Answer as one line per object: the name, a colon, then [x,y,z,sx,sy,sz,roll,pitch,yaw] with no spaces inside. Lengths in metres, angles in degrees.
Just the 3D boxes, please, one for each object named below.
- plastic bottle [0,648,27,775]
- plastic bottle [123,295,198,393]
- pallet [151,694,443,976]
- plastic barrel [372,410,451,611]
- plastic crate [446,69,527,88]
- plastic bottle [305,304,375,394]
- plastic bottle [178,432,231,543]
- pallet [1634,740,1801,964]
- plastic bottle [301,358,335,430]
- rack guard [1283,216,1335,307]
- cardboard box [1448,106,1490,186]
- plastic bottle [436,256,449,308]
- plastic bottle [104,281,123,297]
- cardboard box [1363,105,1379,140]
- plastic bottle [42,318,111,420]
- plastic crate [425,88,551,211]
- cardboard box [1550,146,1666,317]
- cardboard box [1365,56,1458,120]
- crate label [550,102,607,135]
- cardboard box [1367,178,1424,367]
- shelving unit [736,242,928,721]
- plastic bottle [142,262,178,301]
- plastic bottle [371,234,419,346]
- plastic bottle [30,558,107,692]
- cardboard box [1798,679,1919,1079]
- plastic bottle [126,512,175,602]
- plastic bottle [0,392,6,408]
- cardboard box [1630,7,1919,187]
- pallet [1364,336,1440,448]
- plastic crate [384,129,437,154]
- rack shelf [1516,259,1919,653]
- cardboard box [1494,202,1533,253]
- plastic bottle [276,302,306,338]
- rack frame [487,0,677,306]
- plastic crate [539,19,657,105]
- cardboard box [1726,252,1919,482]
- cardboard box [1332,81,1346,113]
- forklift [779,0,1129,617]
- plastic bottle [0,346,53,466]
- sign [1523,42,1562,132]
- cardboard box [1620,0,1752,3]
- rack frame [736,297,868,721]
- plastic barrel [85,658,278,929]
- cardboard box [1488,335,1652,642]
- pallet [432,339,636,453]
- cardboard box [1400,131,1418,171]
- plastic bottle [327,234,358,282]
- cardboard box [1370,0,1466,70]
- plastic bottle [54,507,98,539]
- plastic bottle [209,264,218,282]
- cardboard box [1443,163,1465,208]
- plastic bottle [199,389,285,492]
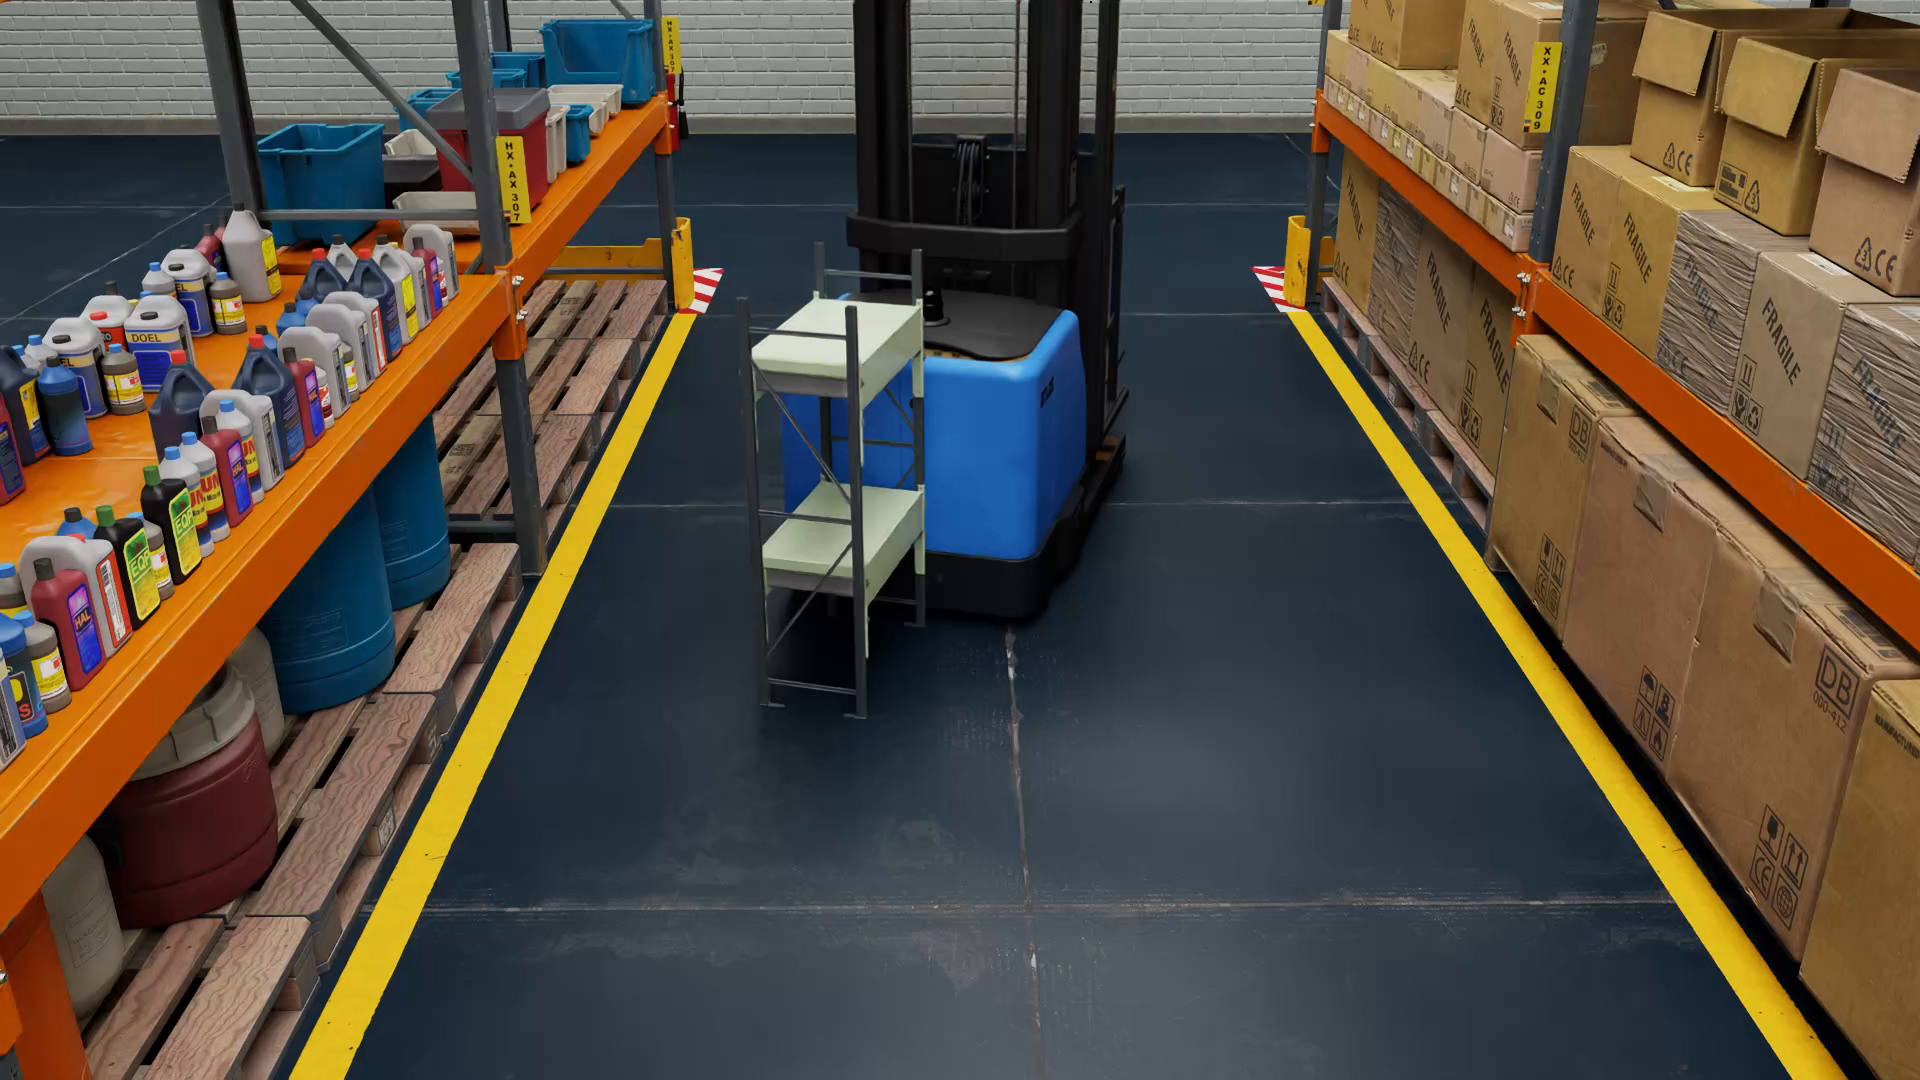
plastic bottle: [-1.873,0.295,3.108,0.152,0.276,0.135,0,24,-1]
plastic bottle: [-2.449,-0.600,5.088,0.152,0.276,0.135,0,24,-1]
pallet: [-2.252,0.863,5.087,1.003,0.211,1.213,0,24,-1]
plastic barrel: [-2.246,-0.241,6.180,0.600,0.901,0.708,0,24,-1]
plastic crate: [-2.598,-2.455,9.168,0.416,0.233,0.300,0,24,-1]
plastic bottle: [-1.897,-0.599,5.084,0.152,0.276,0.135,0,24,-1]
plastic bottle: [-1.857,-0.132,4.057,0.097,0.271,0.097,0,24,0]
pallet: [2.818,0.840,5.137,1.003,0.211,1.213,0,24,-1]
plastic bottle: [-1.865,-0.422,4.783,0.097,0.201,0.097,0,24,0]
rack guard: [2.674,-1.772,10.560,1.175,0.500,0.348,0,24,-1]
cardboard box: [2.442,-1.713,7.220,0.500,0.250,0.500,0,24,1]
plastic bottle: [-1.879,-0.931,5.909,0.097,0.201,0.097,0,24,0]
plastic bottle: [-2.648,-0.658,5.206,0.061,0.283,0.133,0,24,-1]
cardboard box: [2.361,-2.215,8.812,0.380,0.149,0.250,-1,24,-2]
plastic bottle: [-2.598,-0.504,4.875,0.152,0.276,0.135,0,24,-1]
plastic crate: [-1.994,-1.656,7.120,0.402,0.464,0.583,0,24,-1]
cardboard box: [2.473,-1.107,5.937,0.500,0.500,0.500,0,24,0]
cardboard box: [2.423,-2.348,8.621,0.500,0.250,0.500,-1,24,-2]
crate label: [-2.072,-2.216,8.757,0.396,0.136,0.243,0,24,-1]
cardboard box: [2.771,-1.485,8.963,0.875,0.875,0.875,0,24,-1]
shelving unit: [-0.424,-0.218,5.911,0.431,1.500,0.755,6,25,14]
plastic bottle: [-2.633,-0.780,5.491,0.097,0.271,0.097,0,24,0]
plastic bottle: [-1.898,-0.830,5.506,0.144,0.351,0.185,0,24,-1]
plastic bottle: [-1.831,0.156,3.407,0.061,0.283,0.133,0,24,-1]
cardboard box: [2.775,0.888,3.715,1.225,0.875,0.875,-1,24,-3]
plastic bottle: [-1.853,0.035,3.773,0.097,0.201,0.097,0,24,0]
plastic bottle: [-2.577,-0.296,4.406,0.061,0.283,0.133,0,24,-1]
cardboard box: [2.733,-1.492,5.570,0.797,0.503,0.637,-1,24,-2]
pallet: [2.771,-0.799,8.761,1.003,0.211,1.213,0,24,-1]
plastic crate: [-2.555,-1.853,7.955,0.293,0.136,0.466,0,24,-1]
rack shelf: [2.739,-0.100,4.705,1.077,0.370,4.000,0,24,-1]
cardboard box: [2.387,-1.262,6.705,0.380,0.149,0.250,0,24,0]
plastic bottle: [-2.021,-0.588,5.067,0.097,0.271,0.097,0,24,0]
rack frame: [-2.279,-2.878,9.974,1.000,3.000,0.127,0,24,-1]
plastic crate: [-2.088,-2.785,9.651,0.616,0.435,0.499,0,24,-1]
cardboard box: [2.495,-0.481,4.552,0.500,0.500,0.500,0,24,0]
cardboard box: [2.352,-2.533,9.515,0.380,0.149,0.250,-1,24,-1]
forklift: [0.170,-1.620,7.275,1.130,2.935,3.031,6,25,14]
plastic bottle: [-2.598,-0.392,4.536,0.144,0.351,0.185,0,24,-1]
sign: [2.163,-1.680,6.177,0.100,0.325,0.005,0,24,-1]
cardboard box: [2.970,-2.063,7.082,0.500,0.500,0.500,0,24,-1]
rack frame: [-0.519,-0.072,5.589,0.400,1.500,0.023,6,25,14]
plastic barrel: [-2.226,0.659,4.570,0.600,0.588,0.708,0,24,-1]
cardboard box: [2.745,-0.212,6.147,1.225,0.875,0.875,0,24,0]
pallet: [-2.298,-0.766,8.688,1.003,0.211,1.213,0,24,-1]
cardboard box: [2.371,-1.896,8.108,0.380,0.149,0.250,0,24,0]
plastic bottle: [-2.042,-0.830,5.504,0.144,0.351,0.185,0,24,-1]
cardboard box: [2.426,-2.691,8.471,0.500,0.500,0.500,-1,24,-2]
plastic bottle: [-1.913,0.059,3.636,0.097,0.271,0.097,0,24,0]
plastic bottle: [-2.637,-0.884,5.806,0.097,0.201,0.097,0,24,0]
cardboard box: [2.378,-1.580,7.408,0.380,0.149,0.250,0,24,0]
plastic bottle: [-1.888,-0.276,4.372,0.152,0.276,0.135,0,24,-1]
